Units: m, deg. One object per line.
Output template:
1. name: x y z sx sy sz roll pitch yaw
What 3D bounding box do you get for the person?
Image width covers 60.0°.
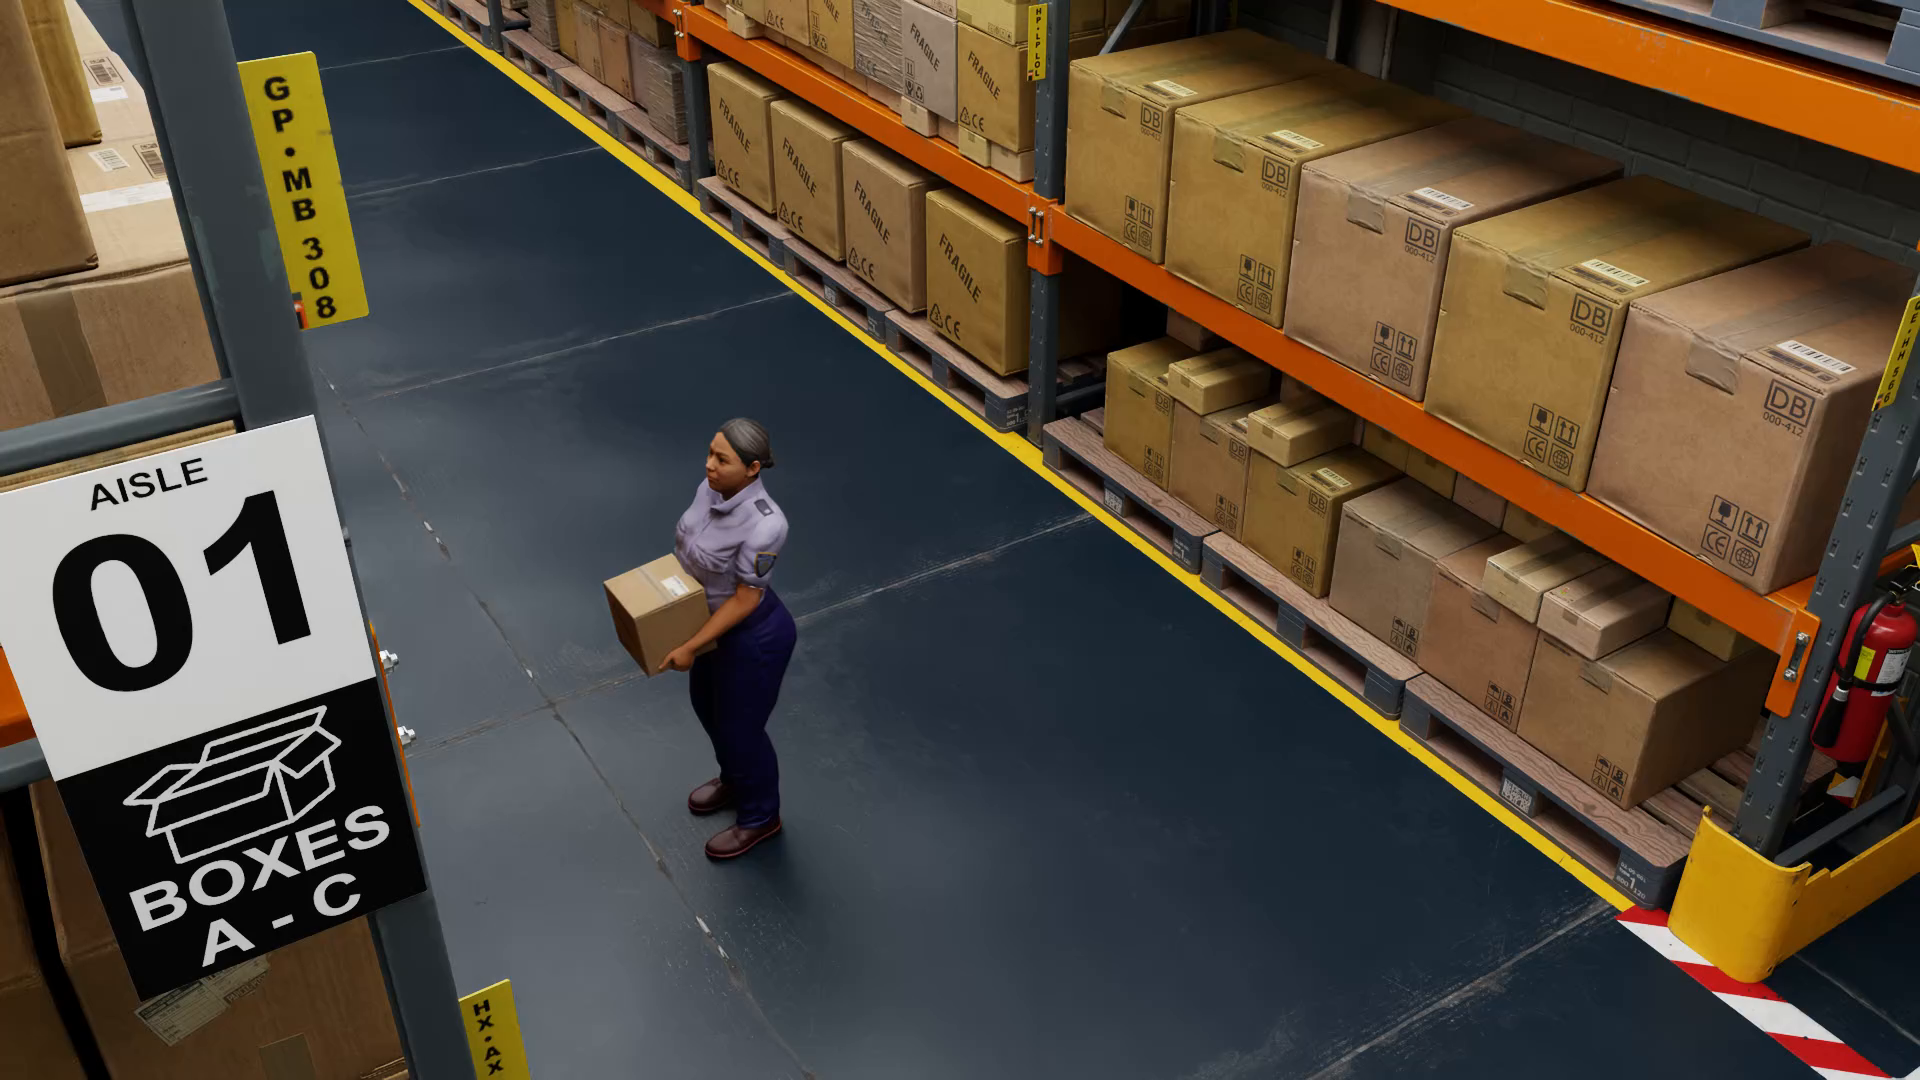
1. person: -0.823 0.345 5.626 0.515 1.634 0.452 -19 37 -27
